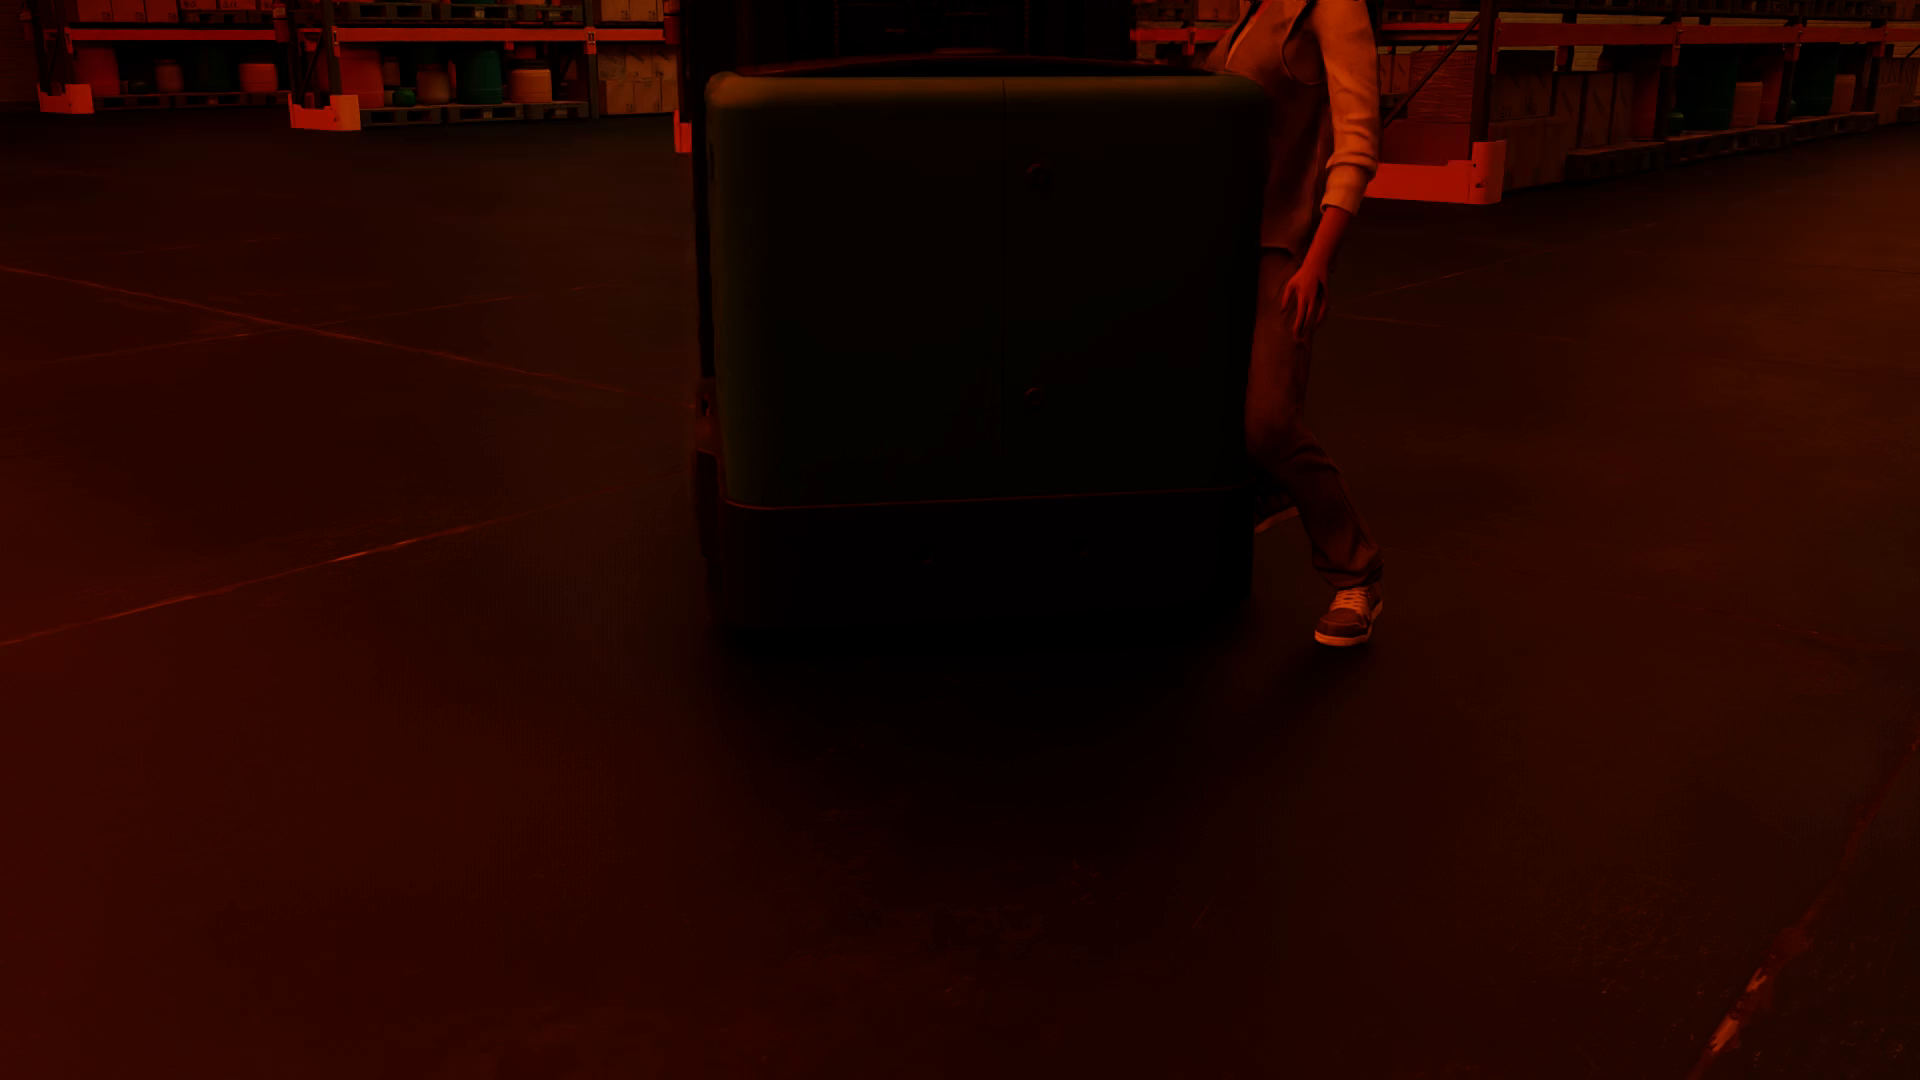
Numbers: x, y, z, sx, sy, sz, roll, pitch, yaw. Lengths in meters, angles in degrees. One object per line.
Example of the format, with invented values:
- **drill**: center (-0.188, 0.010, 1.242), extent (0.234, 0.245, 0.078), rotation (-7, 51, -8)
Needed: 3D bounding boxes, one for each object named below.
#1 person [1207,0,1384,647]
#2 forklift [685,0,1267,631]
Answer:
- **person**: center (0.612, -0.593, 3.347), extent (0.452, 1.500, 0.763), rotation (-3, 17, -11)
- **forklift**: center (-0.164, -1.616, 4.221), extent (1.130, 2.935, 3.031), rotation (-3, 17, -9)
